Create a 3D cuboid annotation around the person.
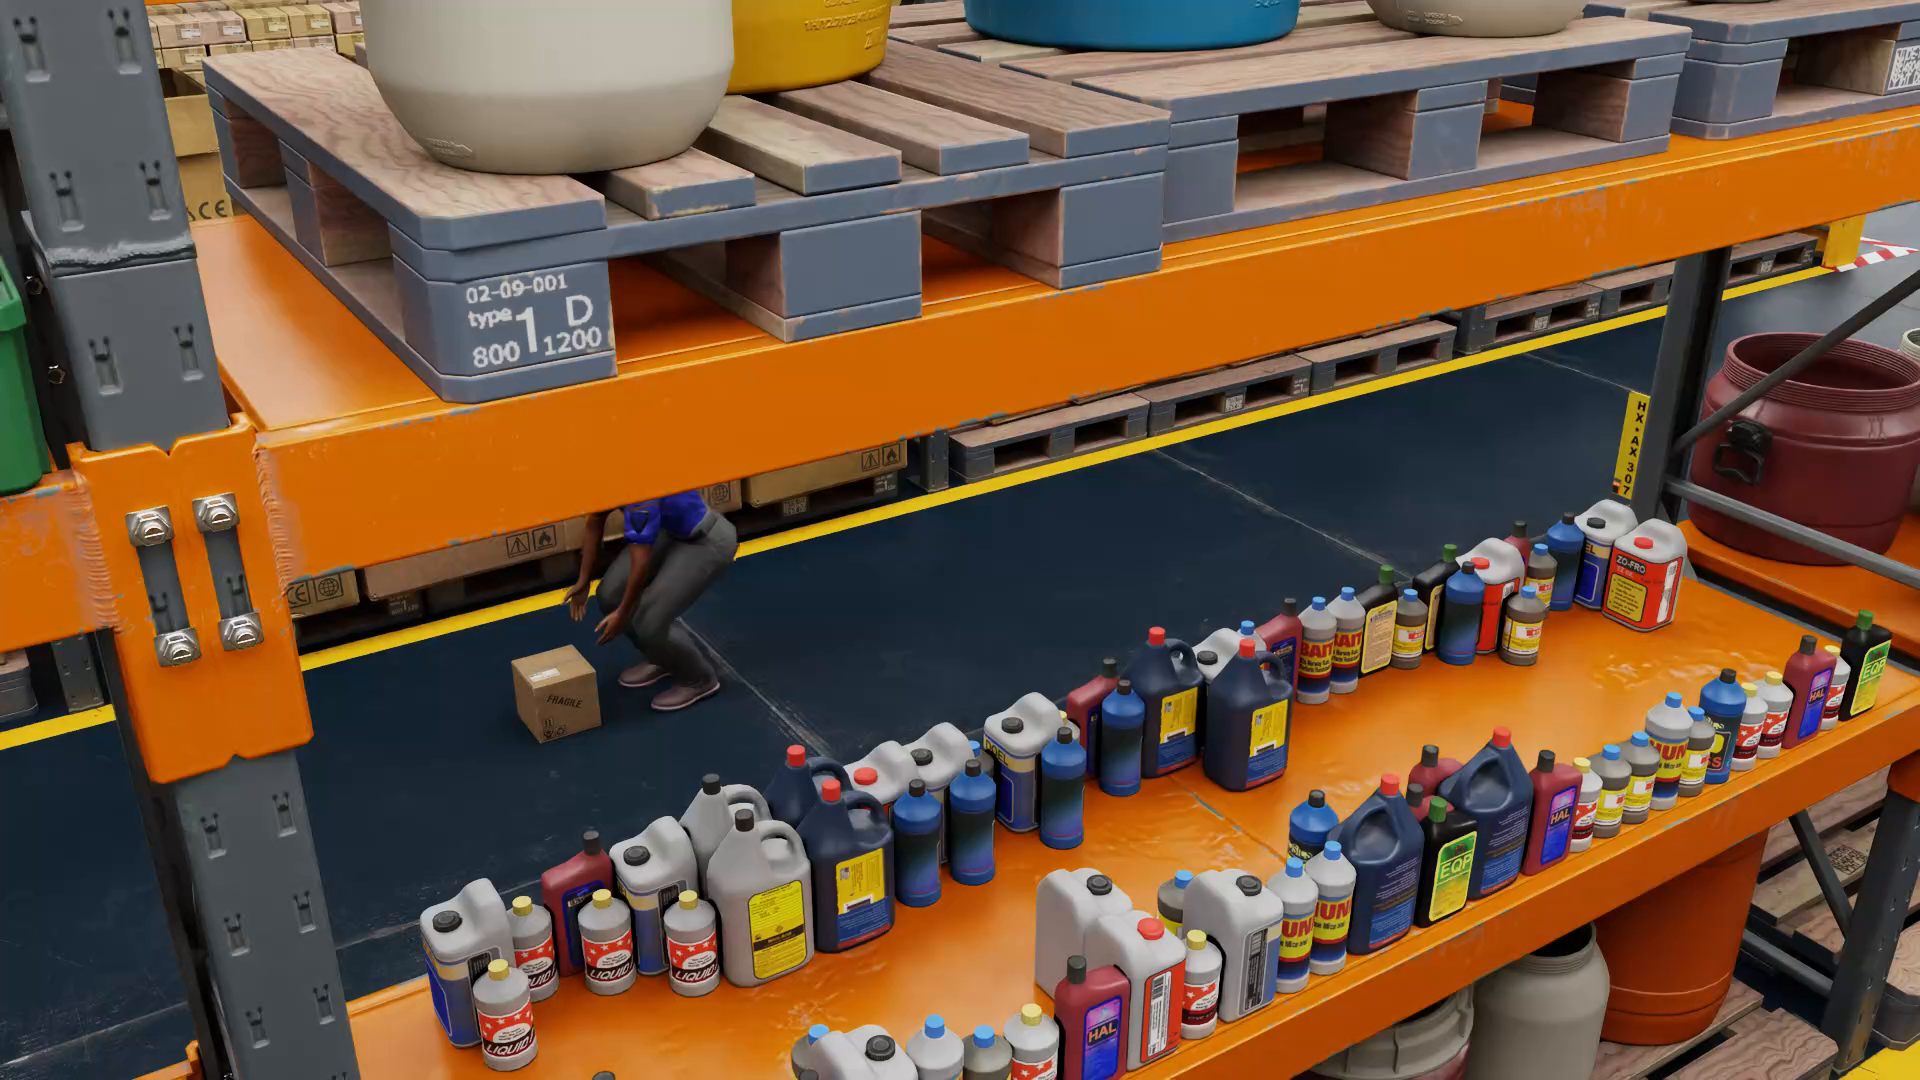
[{"bbox_3d":[-1.200,0.082,6.464,0.709,1.219,0.496,-15,29,-29],"label":"person"}]
